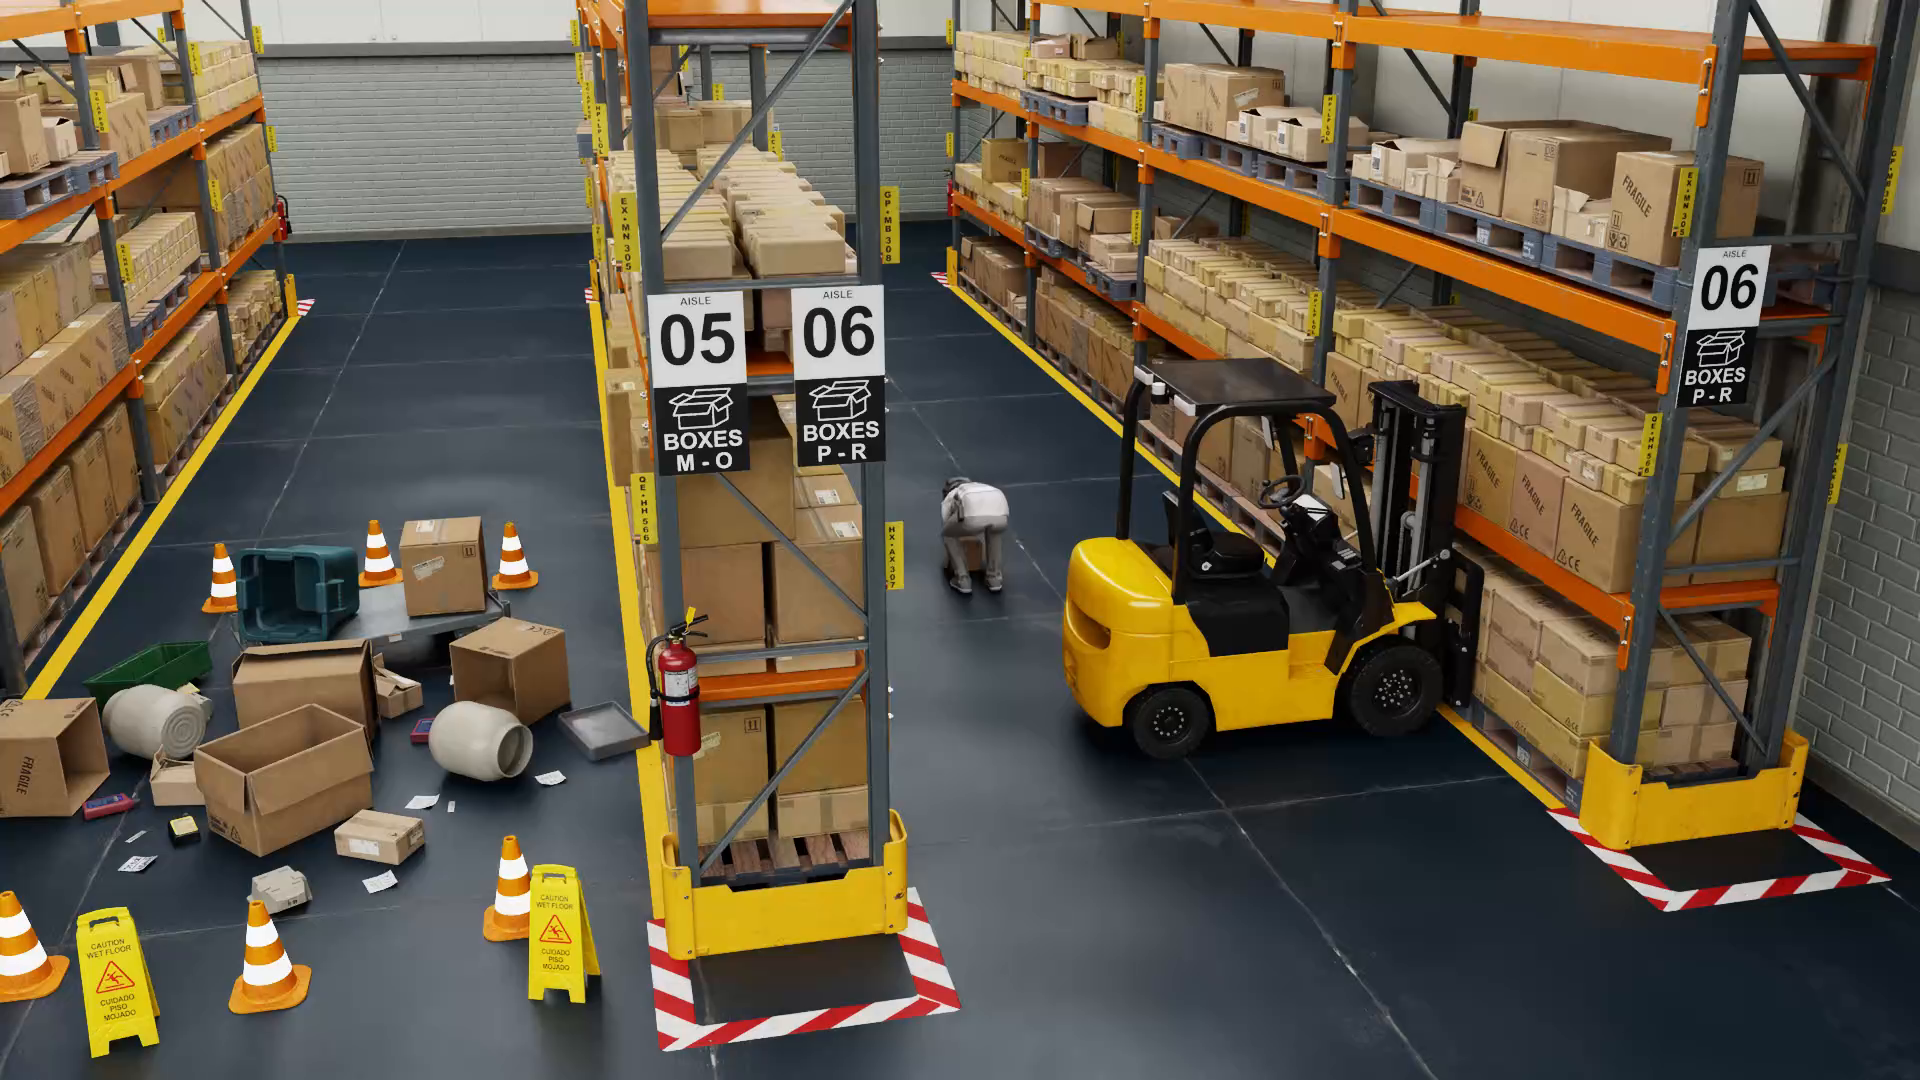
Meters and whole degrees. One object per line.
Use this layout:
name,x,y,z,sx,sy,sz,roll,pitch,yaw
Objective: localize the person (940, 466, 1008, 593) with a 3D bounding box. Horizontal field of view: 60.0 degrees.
person,0.086,-0.134,12.528,0.453,0.933,0.886,-6,20,-15
